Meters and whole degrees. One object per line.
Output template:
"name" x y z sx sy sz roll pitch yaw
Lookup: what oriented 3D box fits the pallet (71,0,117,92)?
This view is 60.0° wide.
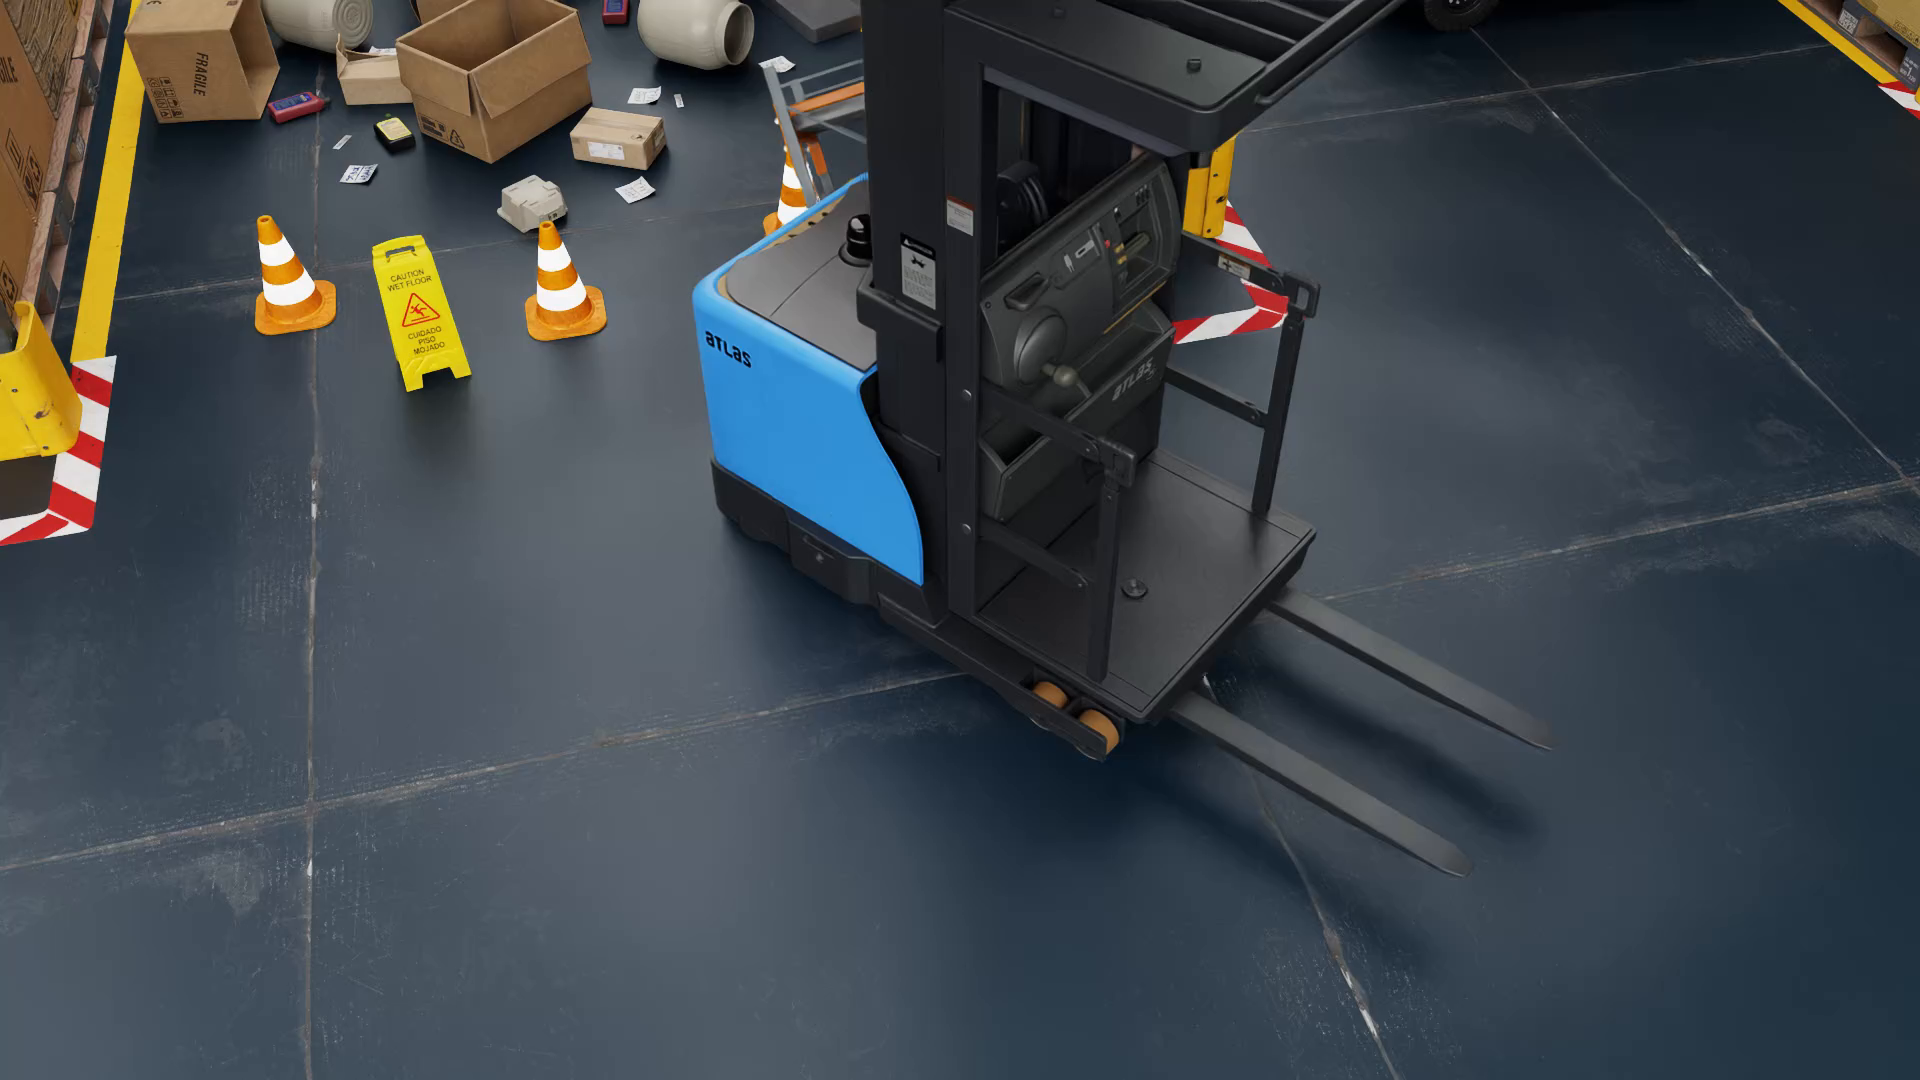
"pallet" -5.029 -2.678 8.726 1.003 0.211 1.213 -11 47 -10

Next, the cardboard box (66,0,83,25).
"cardboard box" -5.055 -3.149 8.430 0.875 0.875 0.875 -10 46 -10

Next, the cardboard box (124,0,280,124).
"cardboard box" -3.759 -2.435 8.284 0.500 0.500 0.500 -3 46 -3

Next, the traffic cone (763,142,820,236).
"traffic cone" -0.722 -1.579 7.474 0.336 0.463 0.334 -11 47 -10

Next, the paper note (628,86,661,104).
"paper note" -1.604 -2.265 8.457 0.148 0.019 0.142 4 46 4

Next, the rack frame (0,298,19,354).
"rack frame" -4.124 -1.431 5.552 1.000 3.000 0.127 -11 47 -10

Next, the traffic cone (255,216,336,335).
"traffic cone" -2.887 -1.170 7.072 0.336 0.463 0.334 -11 47 -10

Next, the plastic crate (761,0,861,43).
"plastic crate" -0.780 -2.912 9.048 0.402 0.080 0.583 -26 51 -24

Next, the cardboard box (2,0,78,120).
"cardboard box" -4.820 -2.528 7.820 0.875 0.875 0.875 -10 46 -10

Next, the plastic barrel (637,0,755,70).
"plastic barrel" -1.357 -2.654 8.554 0.512 0.421 0.421 19 48 17

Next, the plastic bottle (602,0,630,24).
"plastic bottle" -1.872 -2.905 9.054 0.133 0.061 0.283 -3 46 -3

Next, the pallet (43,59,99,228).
"pallet" -4.713 -1.834 7.899 1.003 0.211 1.213 -11 47 -10

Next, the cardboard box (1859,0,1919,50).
"cardboard box" 5.007 -2.767 8.493 0.500 0.250 0.500 -10 46 -10

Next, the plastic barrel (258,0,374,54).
"plastic barrel" -3.375 -2.788 8.686 0.512 0.421 0.421 19 48 17

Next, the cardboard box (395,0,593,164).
"cardboard box" -2.262 -2.282 8.134 0.637 0.503 0.797 27 51 24

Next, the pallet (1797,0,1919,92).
"pallet" 5.196 -2.861 8.906 1.003 0.211 1.213 -11 47 -10

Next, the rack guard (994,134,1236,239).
"rack guard" 0.615 -1.584 7.452 1.175 0.500 0.348 -11 47 -10

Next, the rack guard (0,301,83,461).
"rack guard" -4.118 -0.540 6.429 1.175 0.500 0.348 -11 47 -10

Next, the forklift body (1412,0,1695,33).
"forklift body" 3.183 -3.995 8.659 2.313 2.155 1.214 -11 47 -10

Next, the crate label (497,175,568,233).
"crate label" -1.969 -1.559 7.682 0.250 0.136 0.298 -35 55 -30

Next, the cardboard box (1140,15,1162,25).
"cardboard box" 0.689 -2.477 7.683 0.500 0.500 0.500 -12 47 -12

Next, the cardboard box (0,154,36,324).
"cardboard box" -4.362 -1.291 6.608 0.875 0.875 0.875 -10 47 -10

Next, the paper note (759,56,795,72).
"paper note" -0.951 -2.478 8.658 0.142 0.019 0.148 -26 51 -24

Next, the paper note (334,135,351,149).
"paper note" -3.030 -1.952 8.156 0.032 0.001 0.123 11 47 11

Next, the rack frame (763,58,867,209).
"rack frame" -0.319 -1.281 6.221 0.500 1.125 0.032 -17 12 4

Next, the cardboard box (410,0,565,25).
"cardboard box" -2.509 -2.974 8.717 0.797 0.637 0.503 -11 47 -10

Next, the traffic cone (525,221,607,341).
"traffic cone" -1.708 -1.141 7.045 0.336 0.463 0.334 -11 47 -10

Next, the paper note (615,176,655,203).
"paper note" -1.531 -1.656 7.851 0.148 0.019 0.142 -26 51 -24

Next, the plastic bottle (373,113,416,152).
"plastic bottle" -2.794 -2.009 8.176 0.133 0.061 0.283 -26 51 -24

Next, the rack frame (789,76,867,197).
"rack frame" -0.322 -1.509 7.212 0.500 1.125 0.032 -17 12 4

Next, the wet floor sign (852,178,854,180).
"wet floor sign" -0.351 -1.255 7.028 0.267 0.644 0.232 4 46 4

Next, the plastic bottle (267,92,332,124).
"plastic bottle" -3.312 -2.182 8.345 0.283 0.061 0.133 -26 51 -24

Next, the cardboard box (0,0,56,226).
"cardboard box" -4.589 -1.898 7.203 0.875 0.875 0.875 -11 47 -11

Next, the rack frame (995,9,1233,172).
"rack frame" 0.635 -2.406 6.508 1.000 3.000 0.127 -11 47 -10

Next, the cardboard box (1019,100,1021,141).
"cardboard box" 0.162 -2.116 7.855 0.500 0.250 0.500 -11 47 -11

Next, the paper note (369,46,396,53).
"paper note" -3.032 -2.548 8.731 0.172 0.023 0.155 4 46 4

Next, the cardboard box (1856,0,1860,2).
"cardboard box" 4.888 -3.113 8.831 0.500 0.250 0.500 -11 47 -10

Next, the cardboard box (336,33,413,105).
"cardboard box" -2.928 -2.386 8.402 0.396 0.266 0.258 -3 46 -3

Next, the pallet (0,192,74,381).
"pallet" -4.405 -0.993 7.075 1.003 0.211 1.213 -11 47 -10

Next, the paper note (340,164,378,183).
"paper note" -2.874 -1.756 7.950 0.144 0.017 0.142 4 46 4

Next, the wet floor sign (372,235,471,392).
"wet floor sign" -2.203 -0.949 6.729 0.267 0.644 0.232 -18 48 -17

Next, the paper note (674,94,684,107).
"paper note" -1.424 -2.226 8.425 0.032 0.001 0.123 -11 47 -10

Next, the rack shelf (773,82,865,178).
"rack shelf" -0.408 -1.667 6.654 0.538 0.278 1.000 -17 12 4

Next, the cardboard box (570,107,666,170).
"cardboard box" -1.653 -1.943 8.050 0.380 0.149 0.250 11 47 11

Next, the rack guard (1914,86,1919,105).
"rack guard" 5.438 -2.425 8.276 1.175 0.500 0.348 -11 47 -10

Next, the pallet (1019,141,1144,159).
"pallet" 0.442 -2.050 8.111 1.003 0.211 1.213 -11 47 -10

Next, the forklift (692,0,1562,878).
"forklift" 0.540 -0.730 4.913 3.031 2.935 1.130 30 53 26

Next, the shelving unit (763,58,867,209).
"shelving unit" -0.321 -1.395 6.717 0.538 1.125 1.048 -17 12 4
